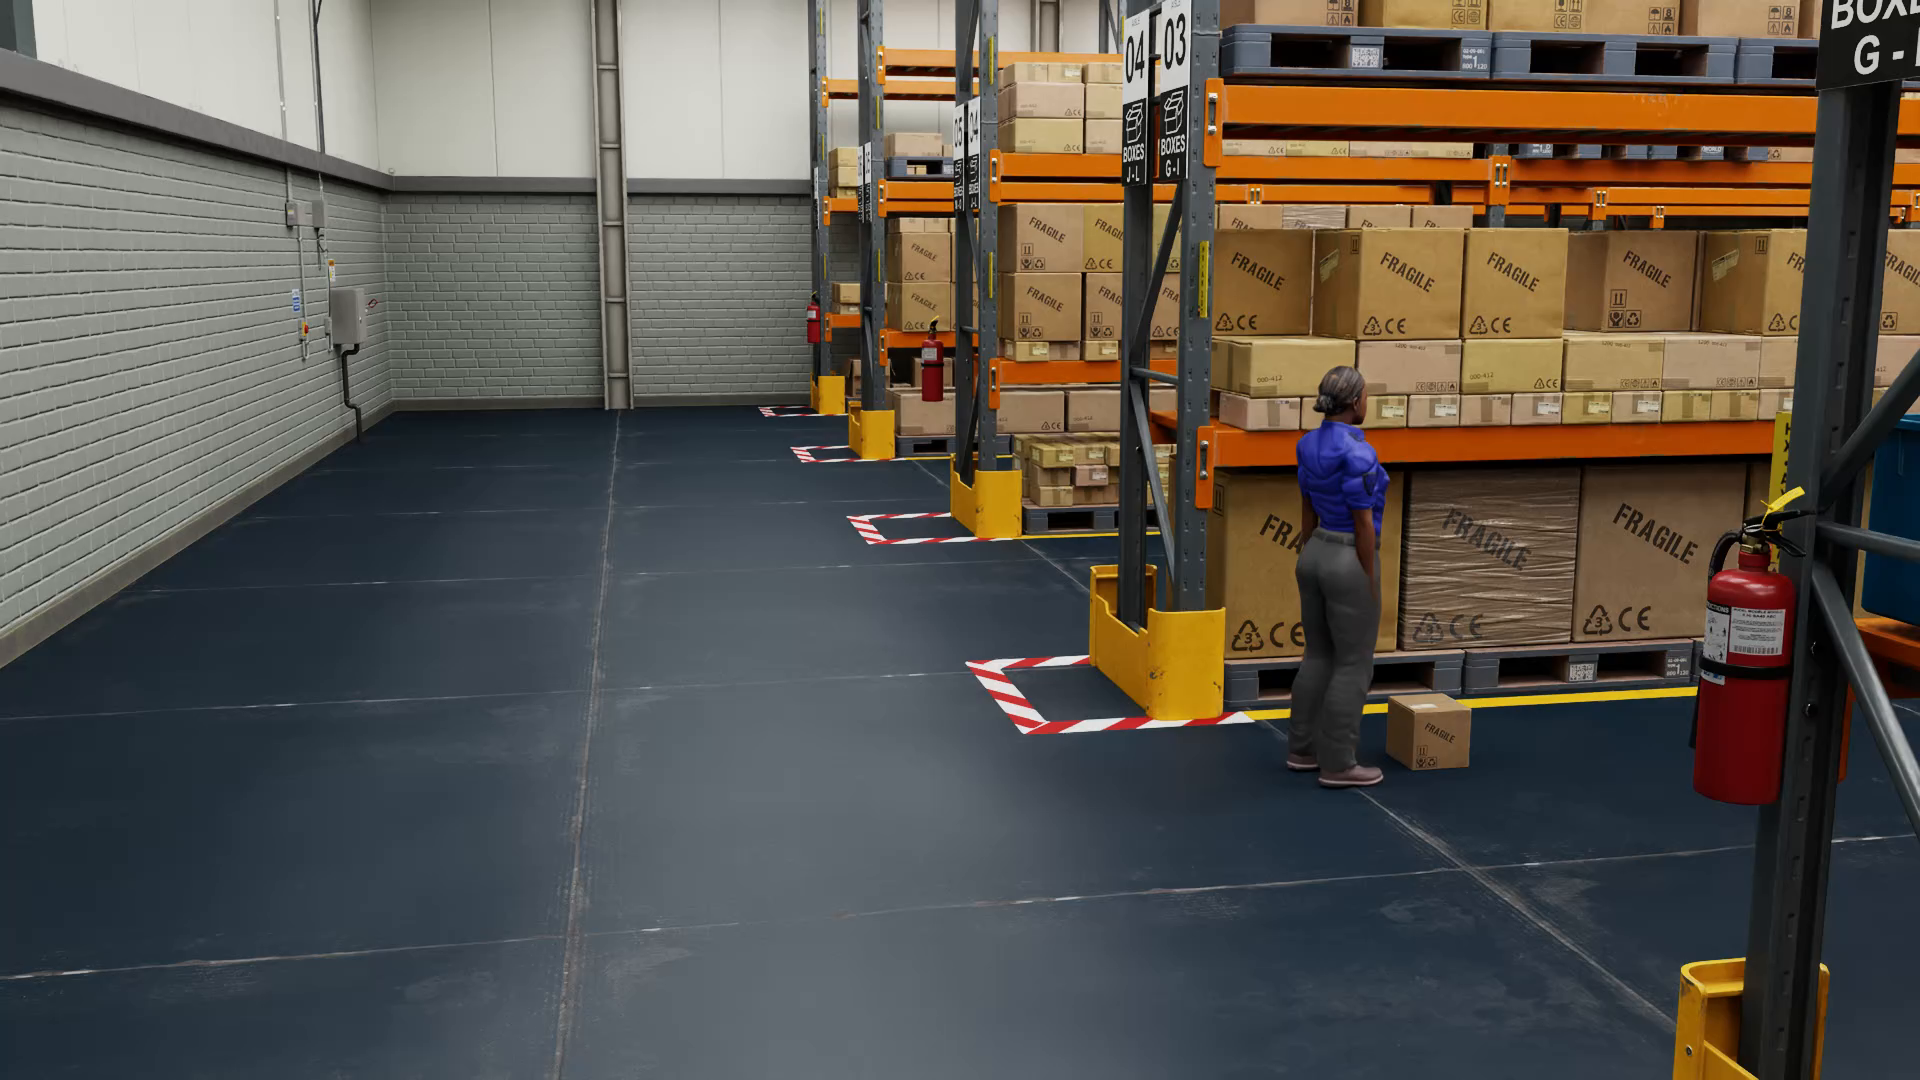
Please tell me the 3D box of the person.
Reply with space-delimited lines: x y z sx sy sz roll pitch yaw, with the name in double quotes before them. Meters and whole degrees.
"person" 1.508 0.138 6.615 0.307 1.661 0.438 -4 11 -23
